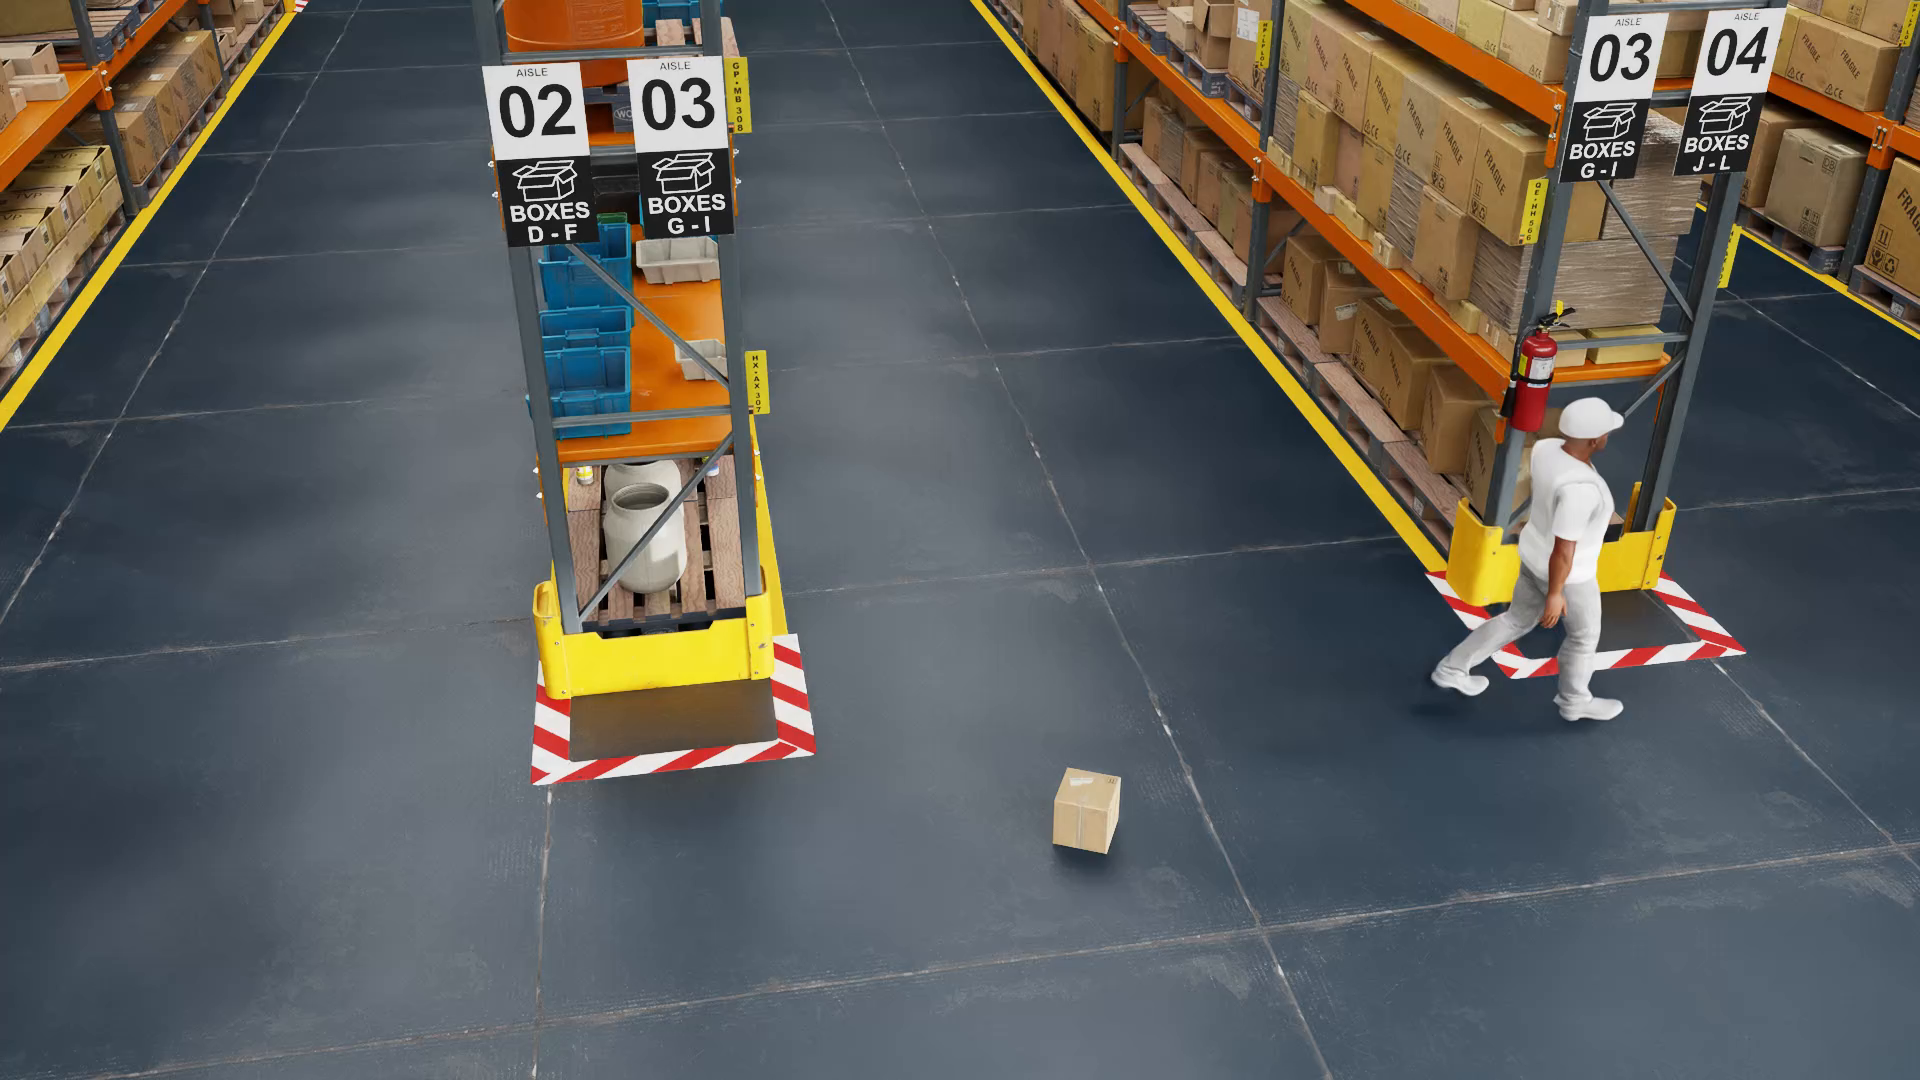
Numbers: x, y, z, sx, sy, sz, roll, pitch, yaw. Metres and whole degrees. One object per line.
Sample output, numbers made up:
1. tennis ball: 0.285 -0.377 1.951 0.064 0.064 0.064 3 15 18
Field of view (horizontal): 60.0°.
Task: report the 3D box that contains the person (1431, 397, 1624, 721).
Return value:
1. person: 2.832 0.102 7.932 0.926 1.742 0.585 -3 31 -5
